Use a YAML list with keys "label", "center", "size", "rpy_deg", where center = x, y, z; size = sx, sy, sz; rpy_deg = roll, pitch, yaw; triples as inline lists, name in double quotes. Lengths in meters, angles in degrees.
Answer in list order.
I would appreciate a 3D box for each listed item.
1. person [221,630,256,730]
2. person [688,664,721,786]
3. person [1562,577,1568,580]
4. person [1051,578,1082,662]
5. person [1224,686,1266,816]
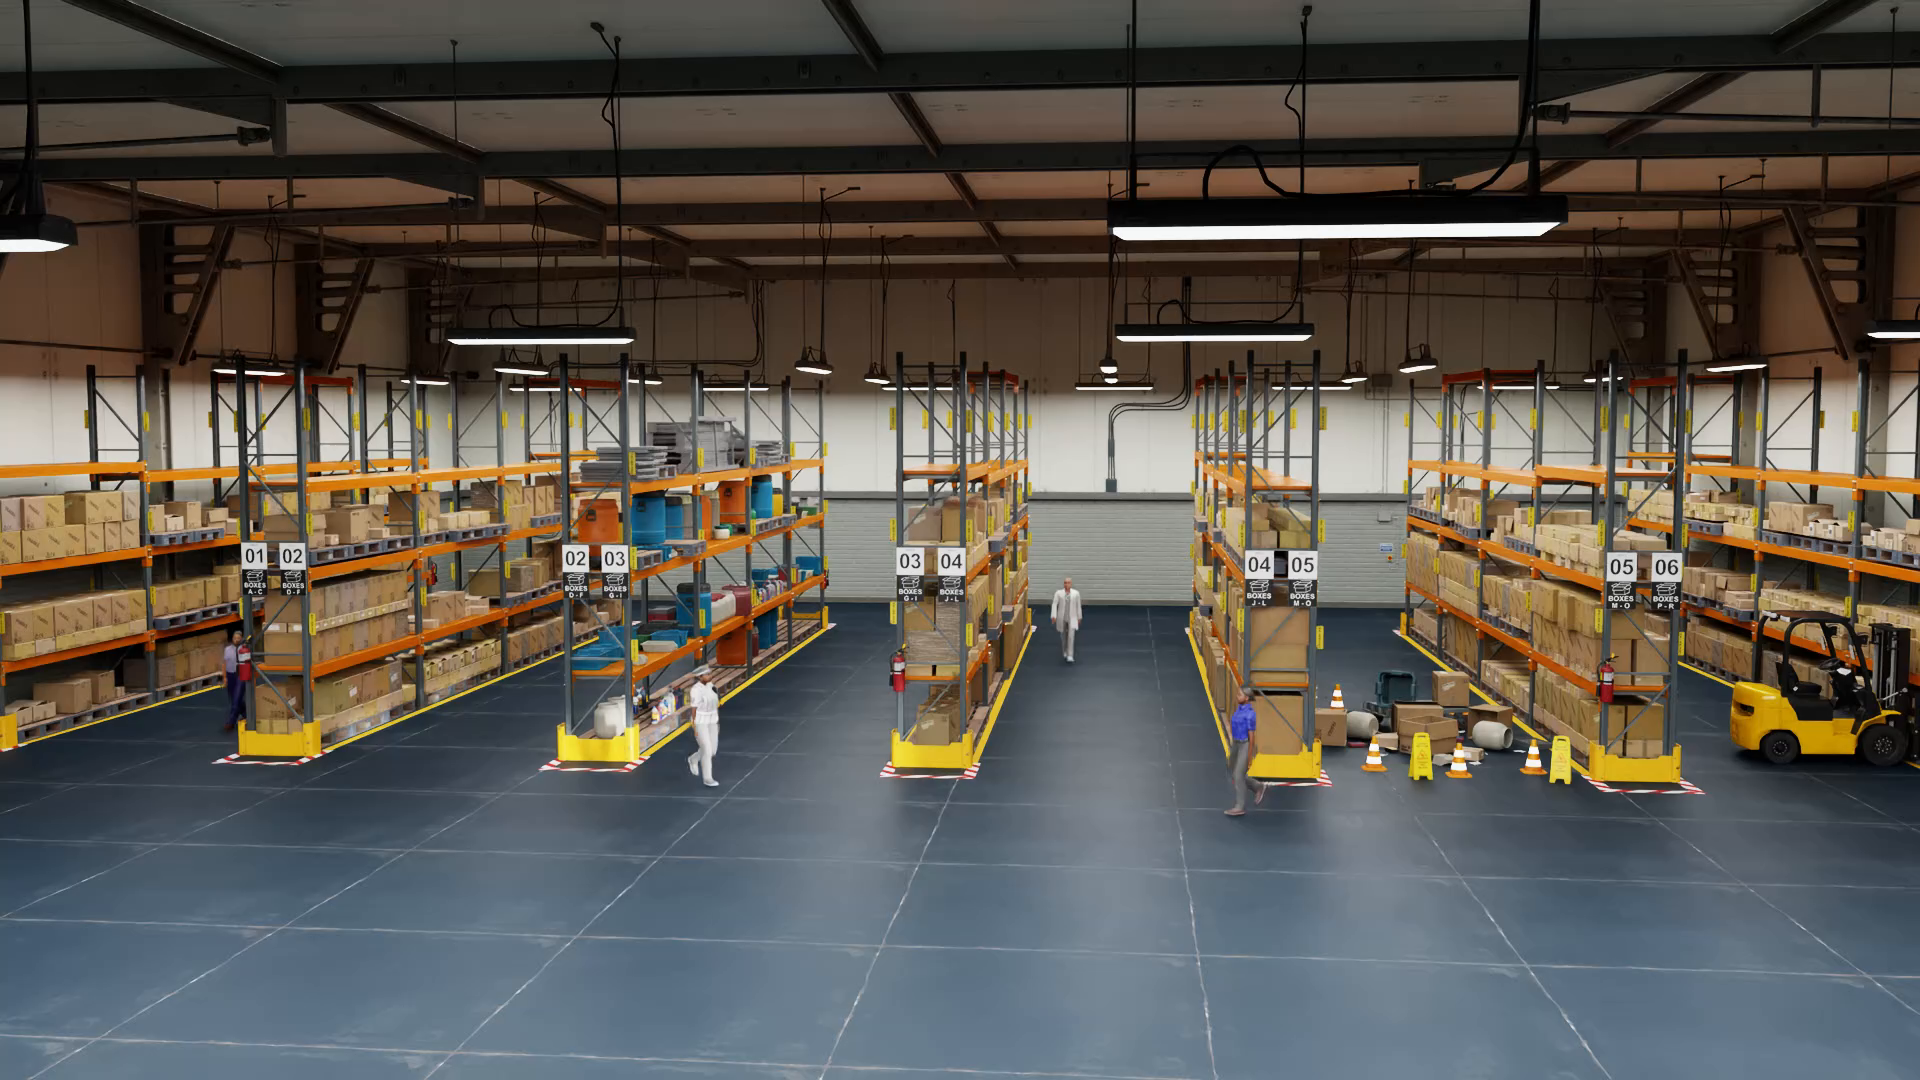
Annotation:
- label: "person"
  center: [-11.855, 2.271, 27.220]
  size: [0.470, 1.574, 1.012]
  rpy_deg: [0, 4, 6]
- label: "person"
  center: [-3.566, 2.520, 22.969]
  size: [0.755, 1.664, 0.462]
  rpy_deg: [4, 5, 42]
- label: "person"
  center: [13.118, 1.572, 35.879]
  size: [0.616, 1.766, 0.467]
  rpy_deg: [-3, 5, -32]
- label: "person"
  center: [2.219, 1.652, 34.740]
  size: [0.638, 1.726, 1.125]
  rpy_deg: [1, 4, 8]
- label: "person"
  center: [3.667, 2.663, 21.191]
  size: [0.730, 1.625, 0.451]
  rpy_deg: [-2, 5, -26]
